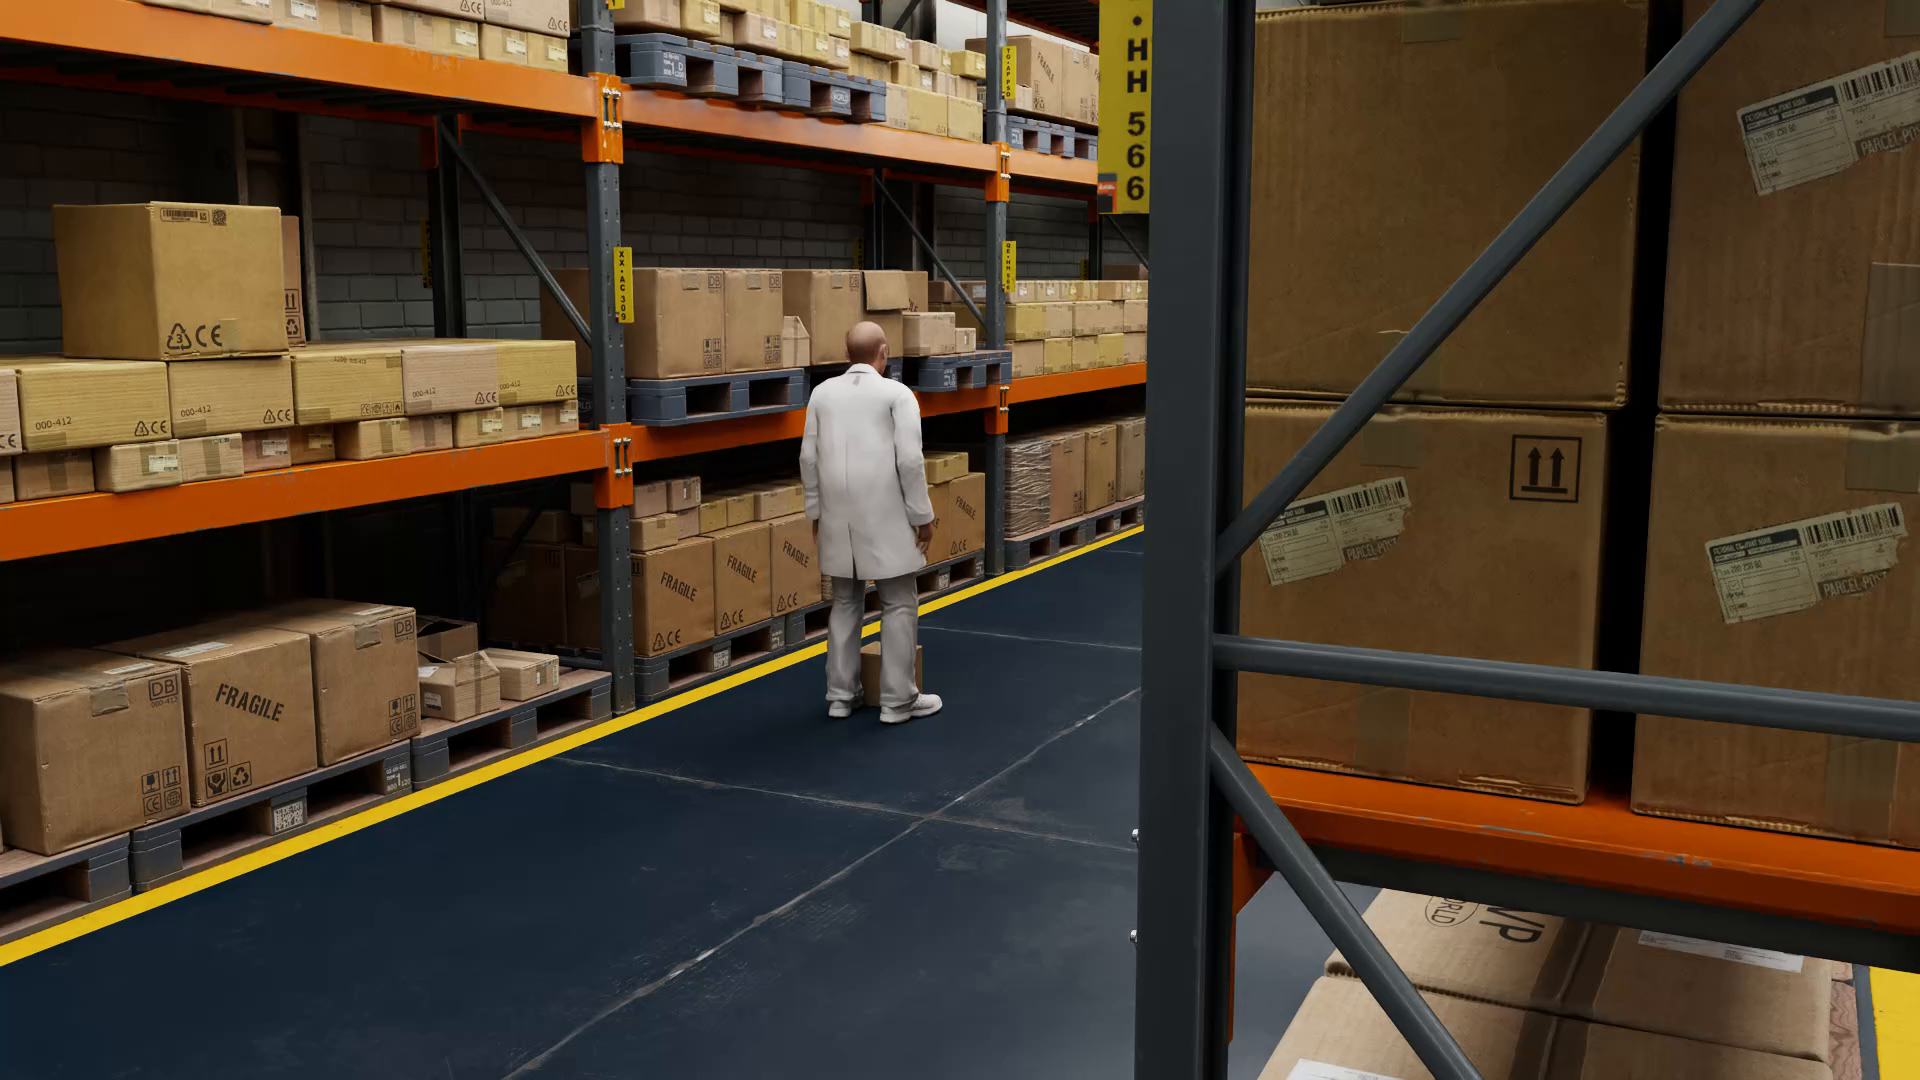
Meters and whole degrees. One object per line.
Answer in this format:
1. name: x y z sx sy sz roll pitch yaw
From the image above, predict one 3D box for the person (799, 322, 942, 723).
1. person: -0.410 -0.084 7.448 0.640 1.773 0.427 4 10 24
